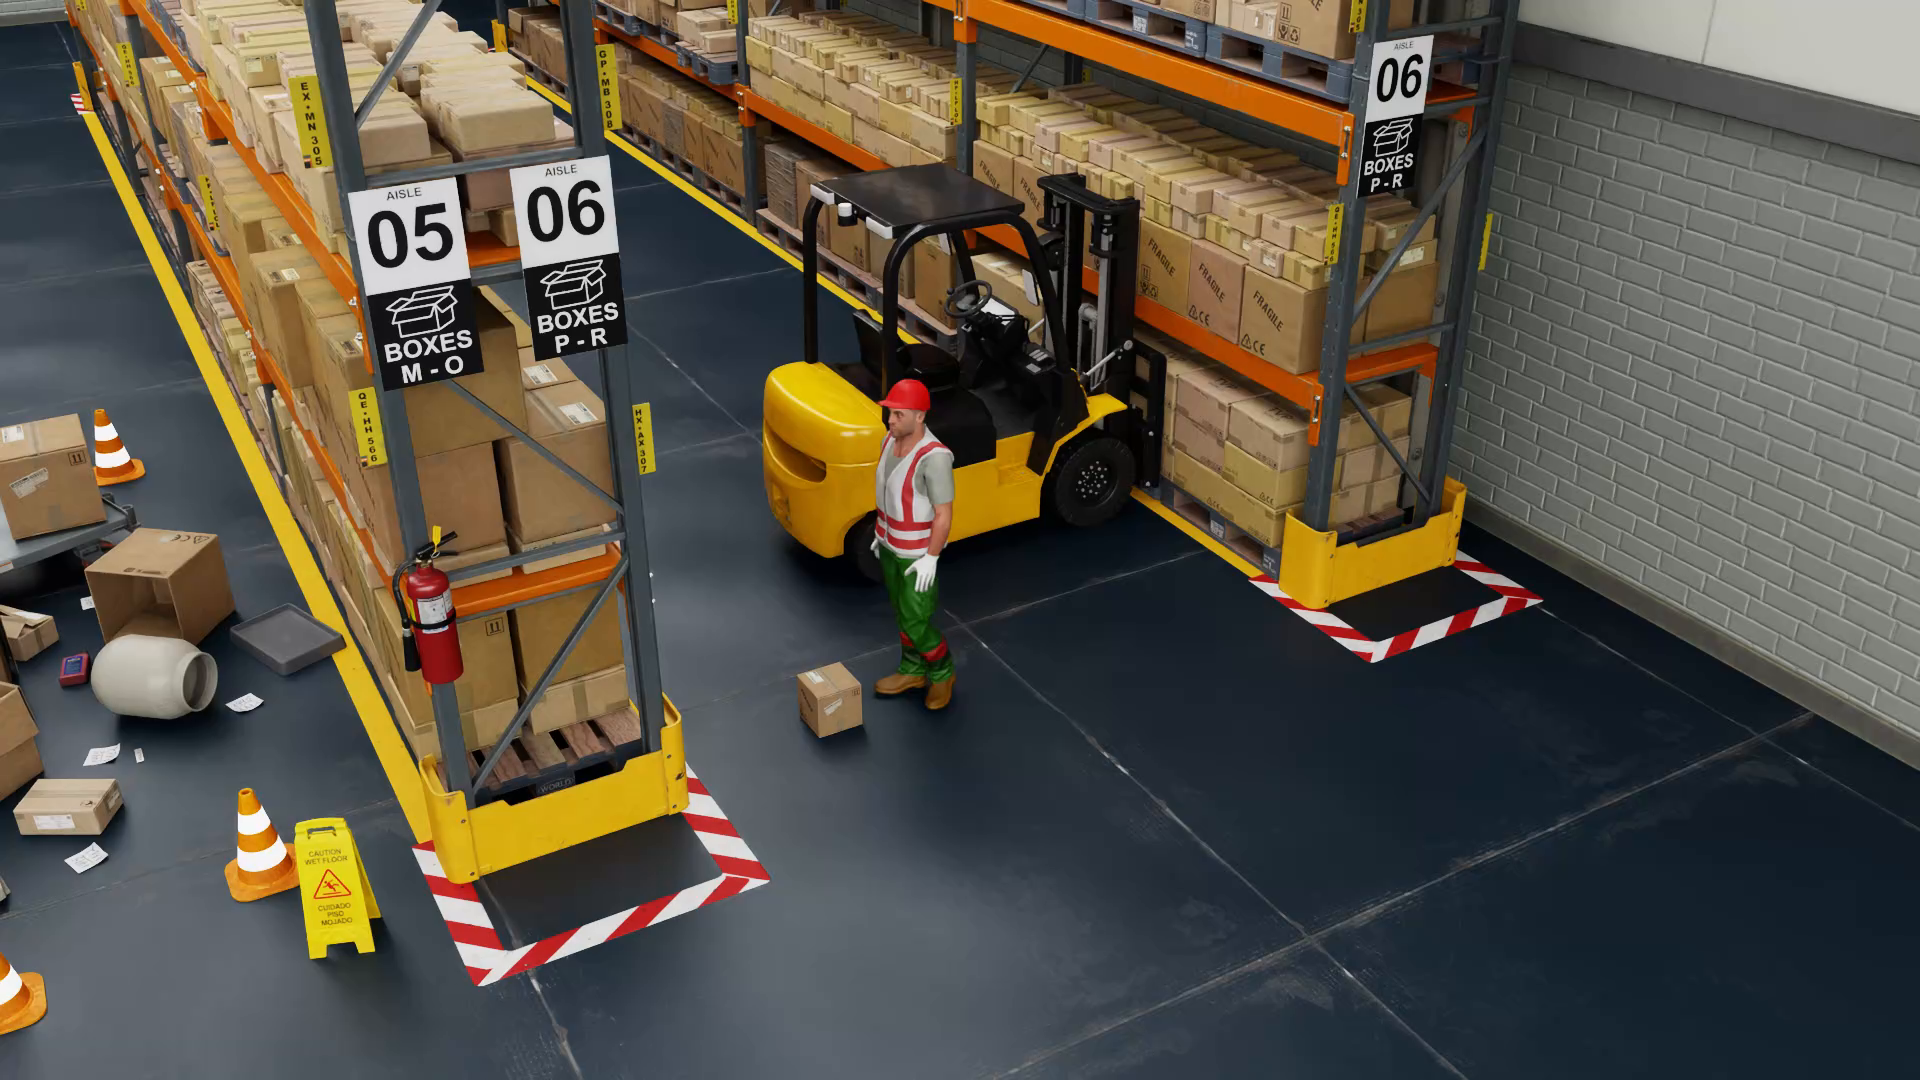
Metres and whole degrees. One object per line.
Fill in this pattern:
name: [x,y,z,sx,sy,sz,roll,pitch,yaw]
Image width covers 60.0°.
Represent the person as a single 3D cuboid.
person: [-0.242,0.020,8.471,0.390,1.790,0.560,-18,34,-30]
